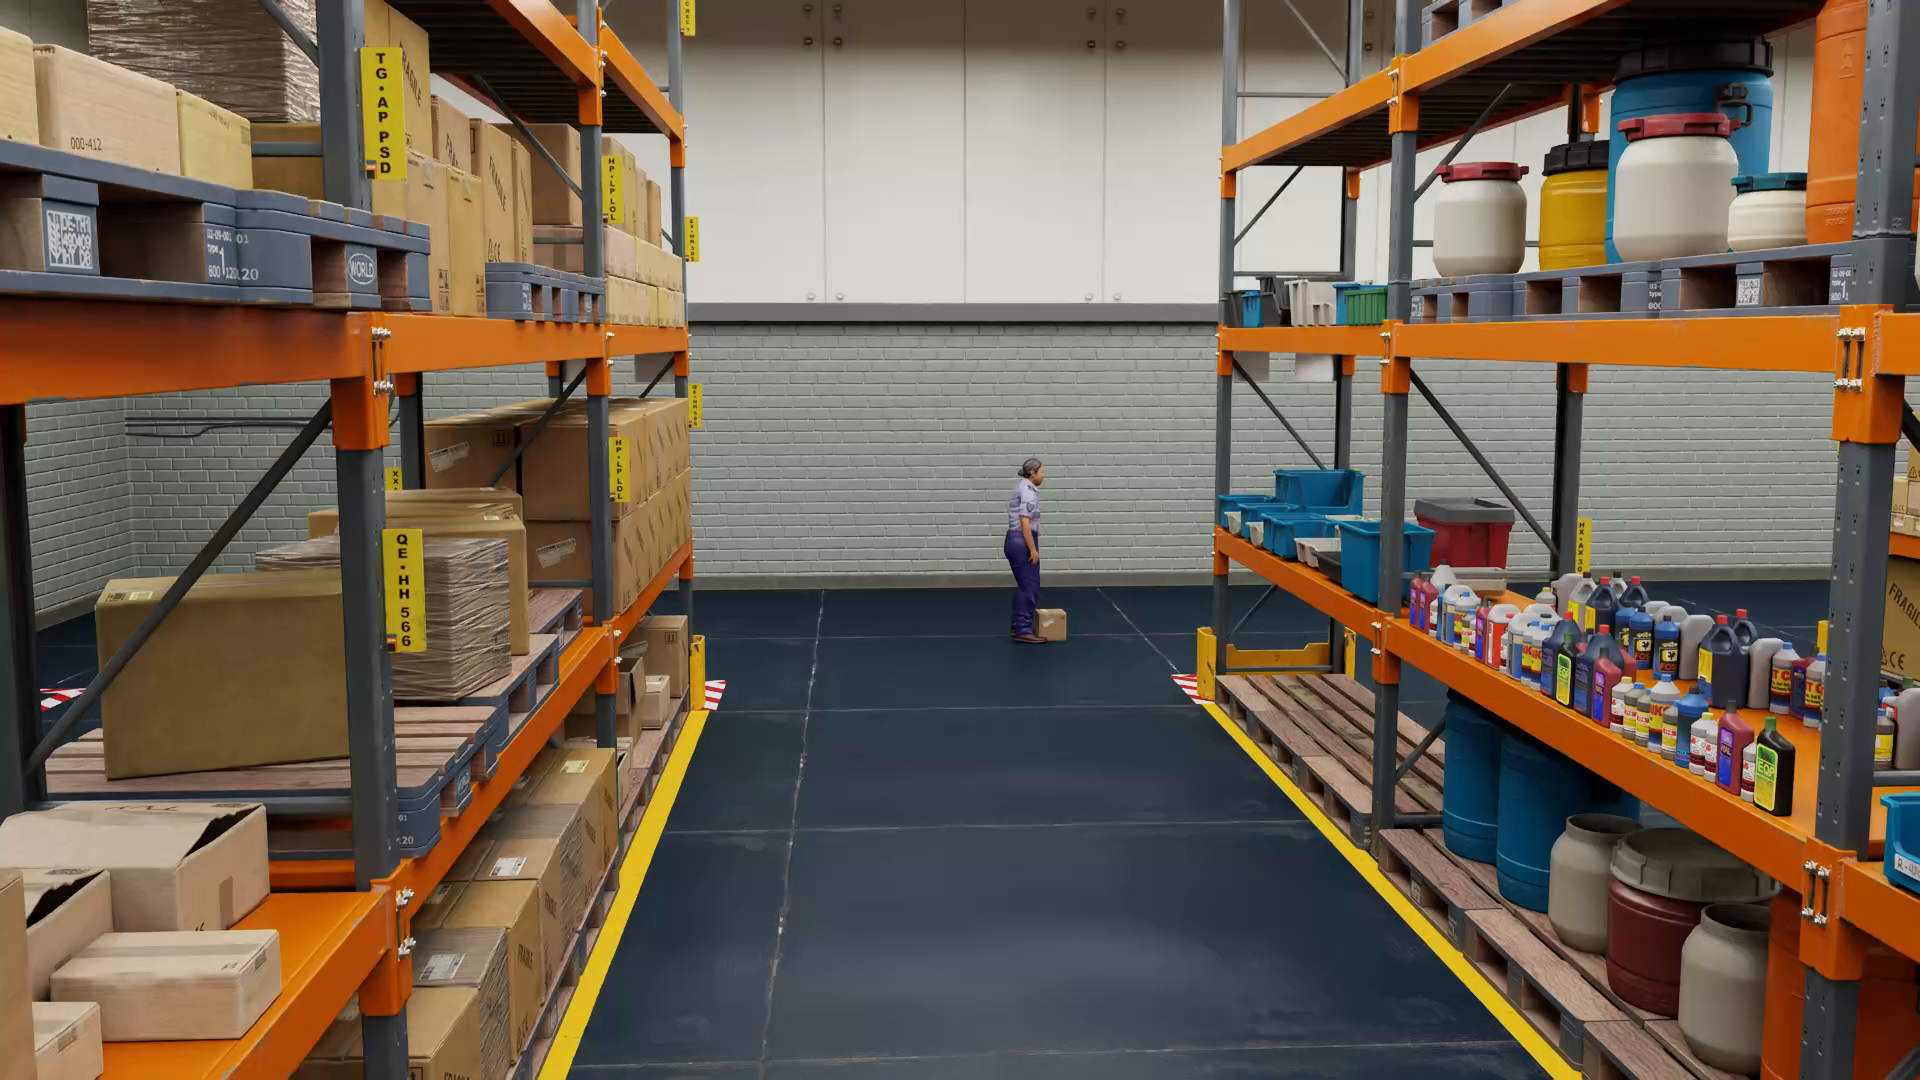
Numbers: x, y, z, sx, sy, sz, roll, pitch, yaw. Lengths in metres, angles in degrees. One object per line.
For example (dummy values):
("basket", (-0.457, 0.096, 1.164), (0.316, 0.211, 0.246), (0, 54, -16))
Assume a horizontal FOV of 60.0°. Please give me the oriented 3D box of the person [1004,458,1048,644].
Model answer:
("person", (0.591, 0.084, 15.098), (0.365, 1.652, 0.555), (-1, 7, -5))
